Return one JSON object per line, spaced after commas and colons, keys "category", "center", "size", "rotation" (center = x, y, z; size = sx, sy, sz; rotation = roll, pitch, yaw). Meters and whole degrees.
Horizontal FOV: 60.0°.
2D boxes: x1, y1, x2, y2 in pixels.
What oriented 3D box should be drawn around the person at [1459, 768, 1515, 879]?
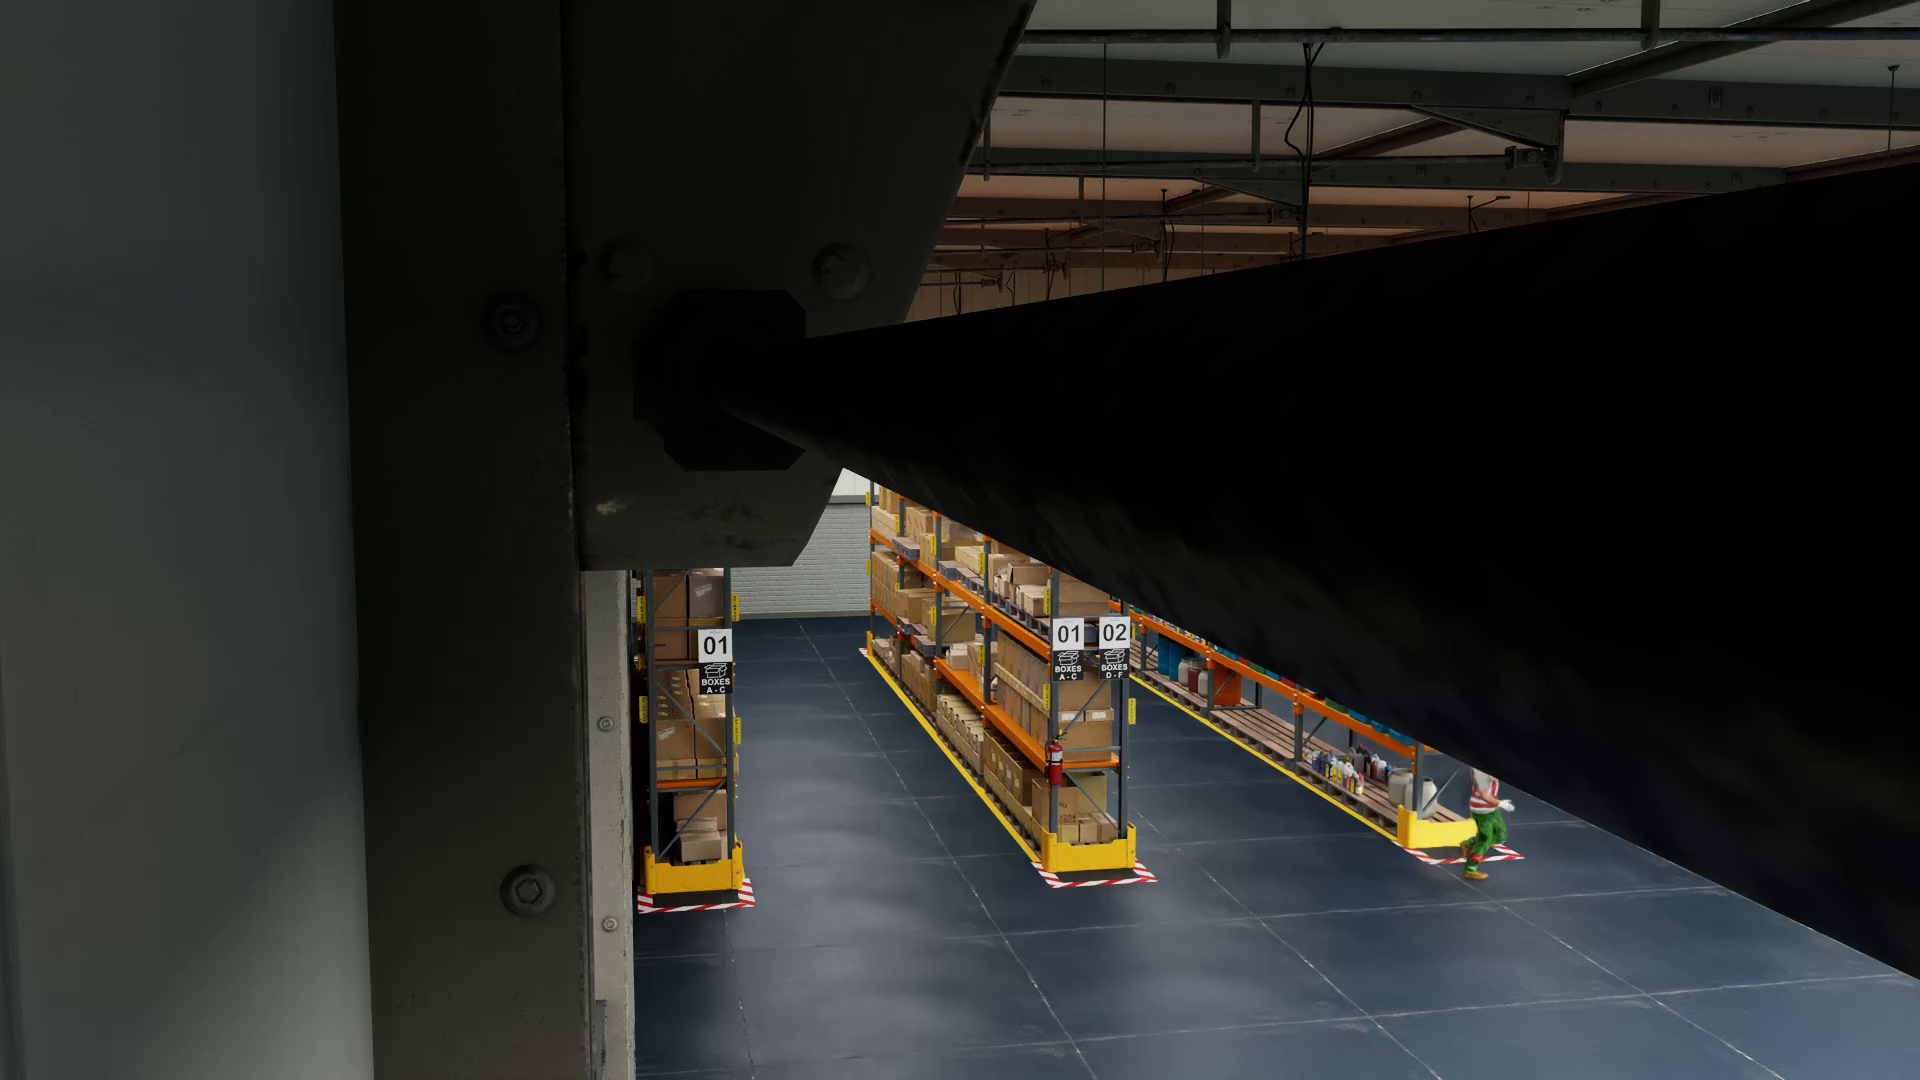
{"category": "person", "center": [6.514, 3.323, 20.538], "size": [0.656, 1.742, 0.699], "rotation": [2, 6, 22]}
